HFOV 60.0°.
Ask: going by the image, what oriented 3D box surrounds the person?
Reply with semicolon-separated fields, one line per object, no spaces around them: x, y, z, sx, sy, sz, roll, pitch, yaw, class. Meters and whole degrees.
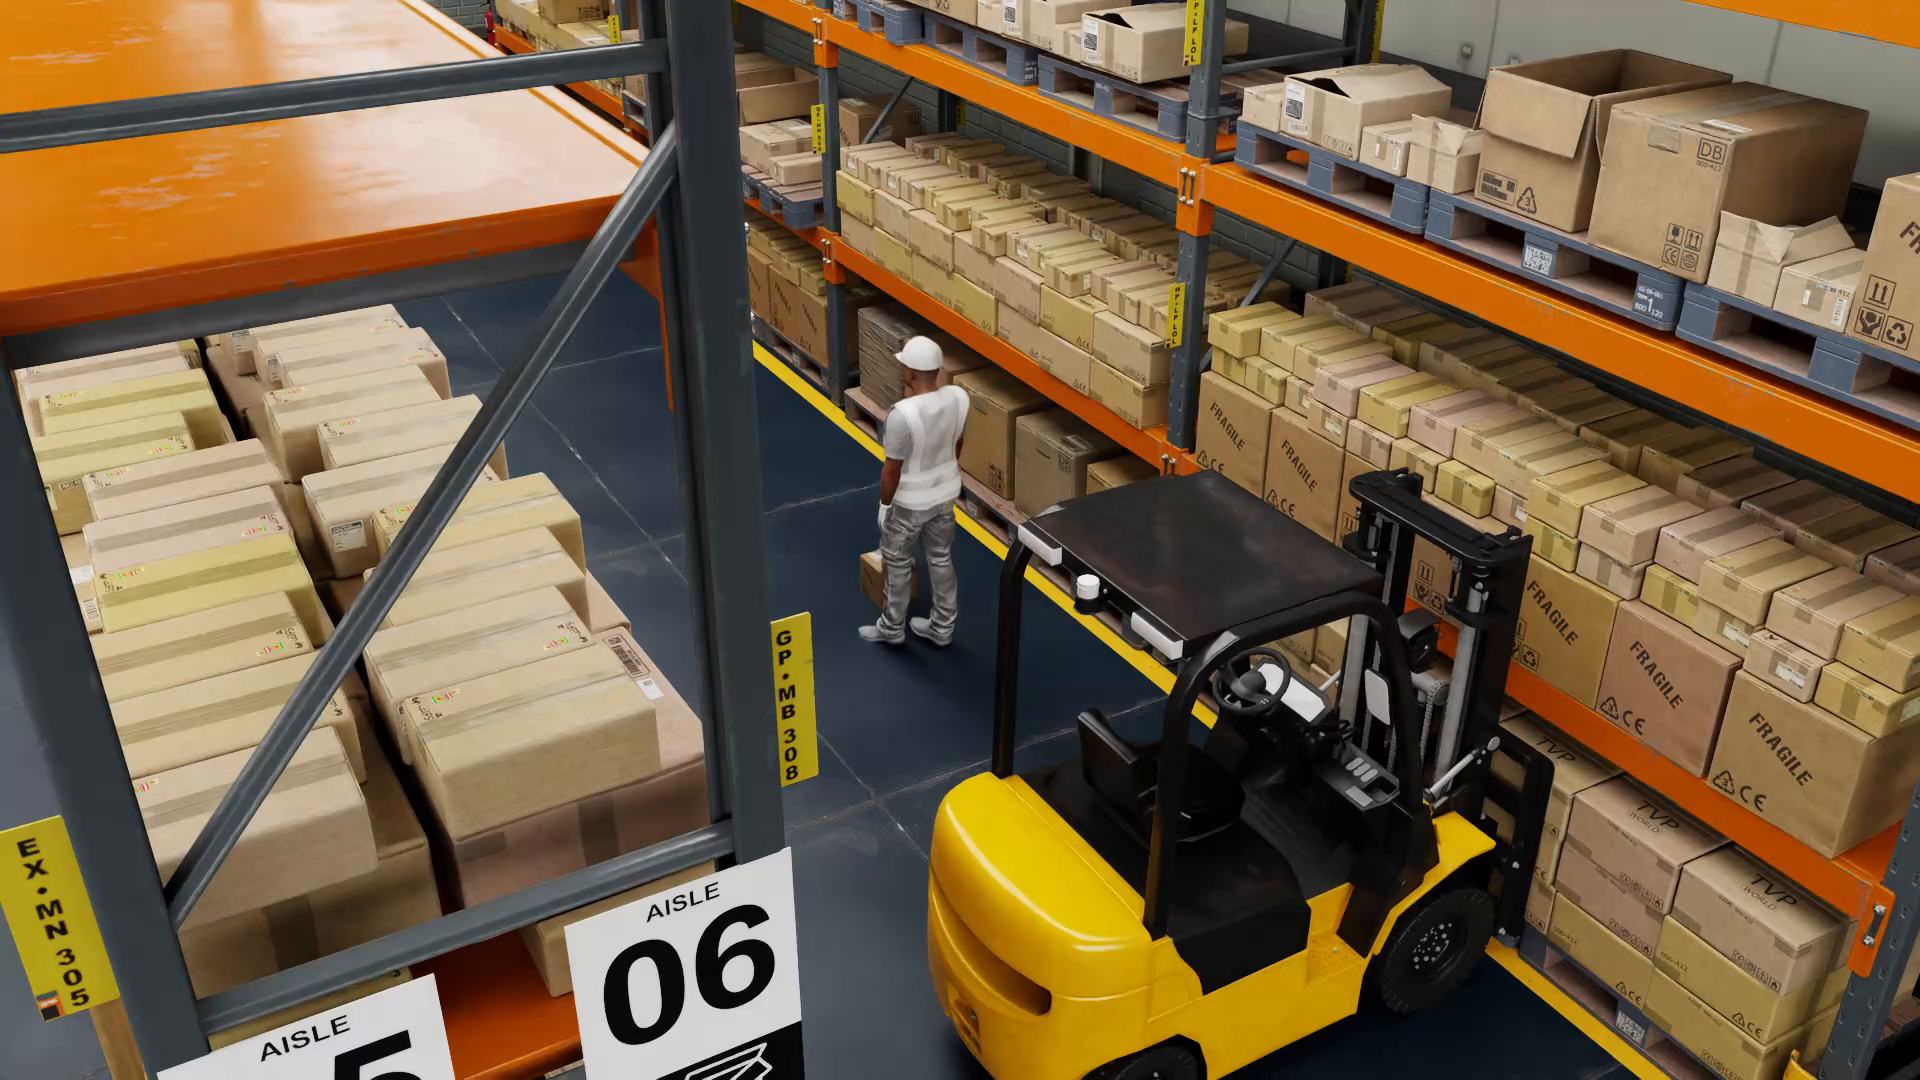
-0.252;-0.246;8.984;0.585;1.813;0.493;-23;36;-35;person
